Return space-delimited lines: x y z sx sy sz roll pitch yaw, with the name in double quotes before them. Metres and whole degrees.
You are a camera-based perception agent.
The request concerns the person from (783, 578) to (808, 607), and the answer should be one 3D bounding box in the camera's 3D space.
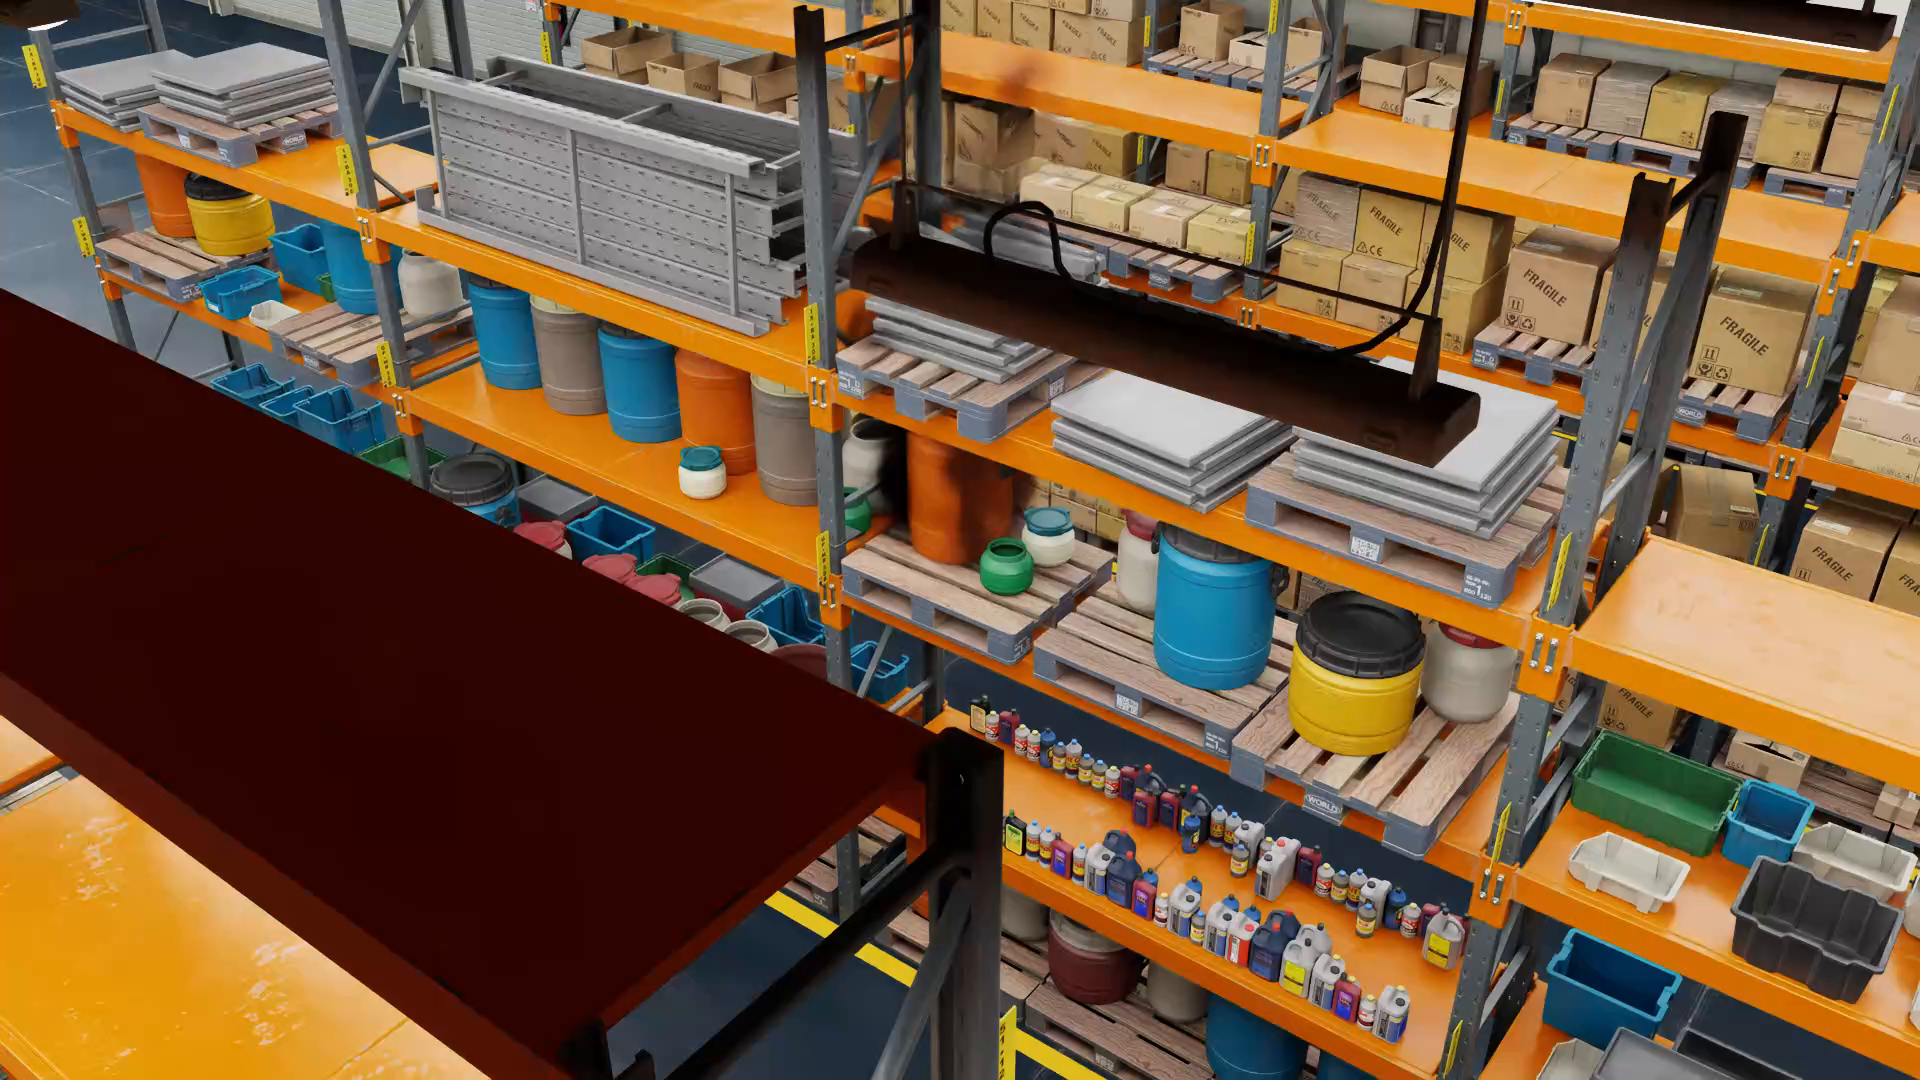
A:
"person" -1.506 0.081 13.509 0.503 1.542 0.534 17 35 25
